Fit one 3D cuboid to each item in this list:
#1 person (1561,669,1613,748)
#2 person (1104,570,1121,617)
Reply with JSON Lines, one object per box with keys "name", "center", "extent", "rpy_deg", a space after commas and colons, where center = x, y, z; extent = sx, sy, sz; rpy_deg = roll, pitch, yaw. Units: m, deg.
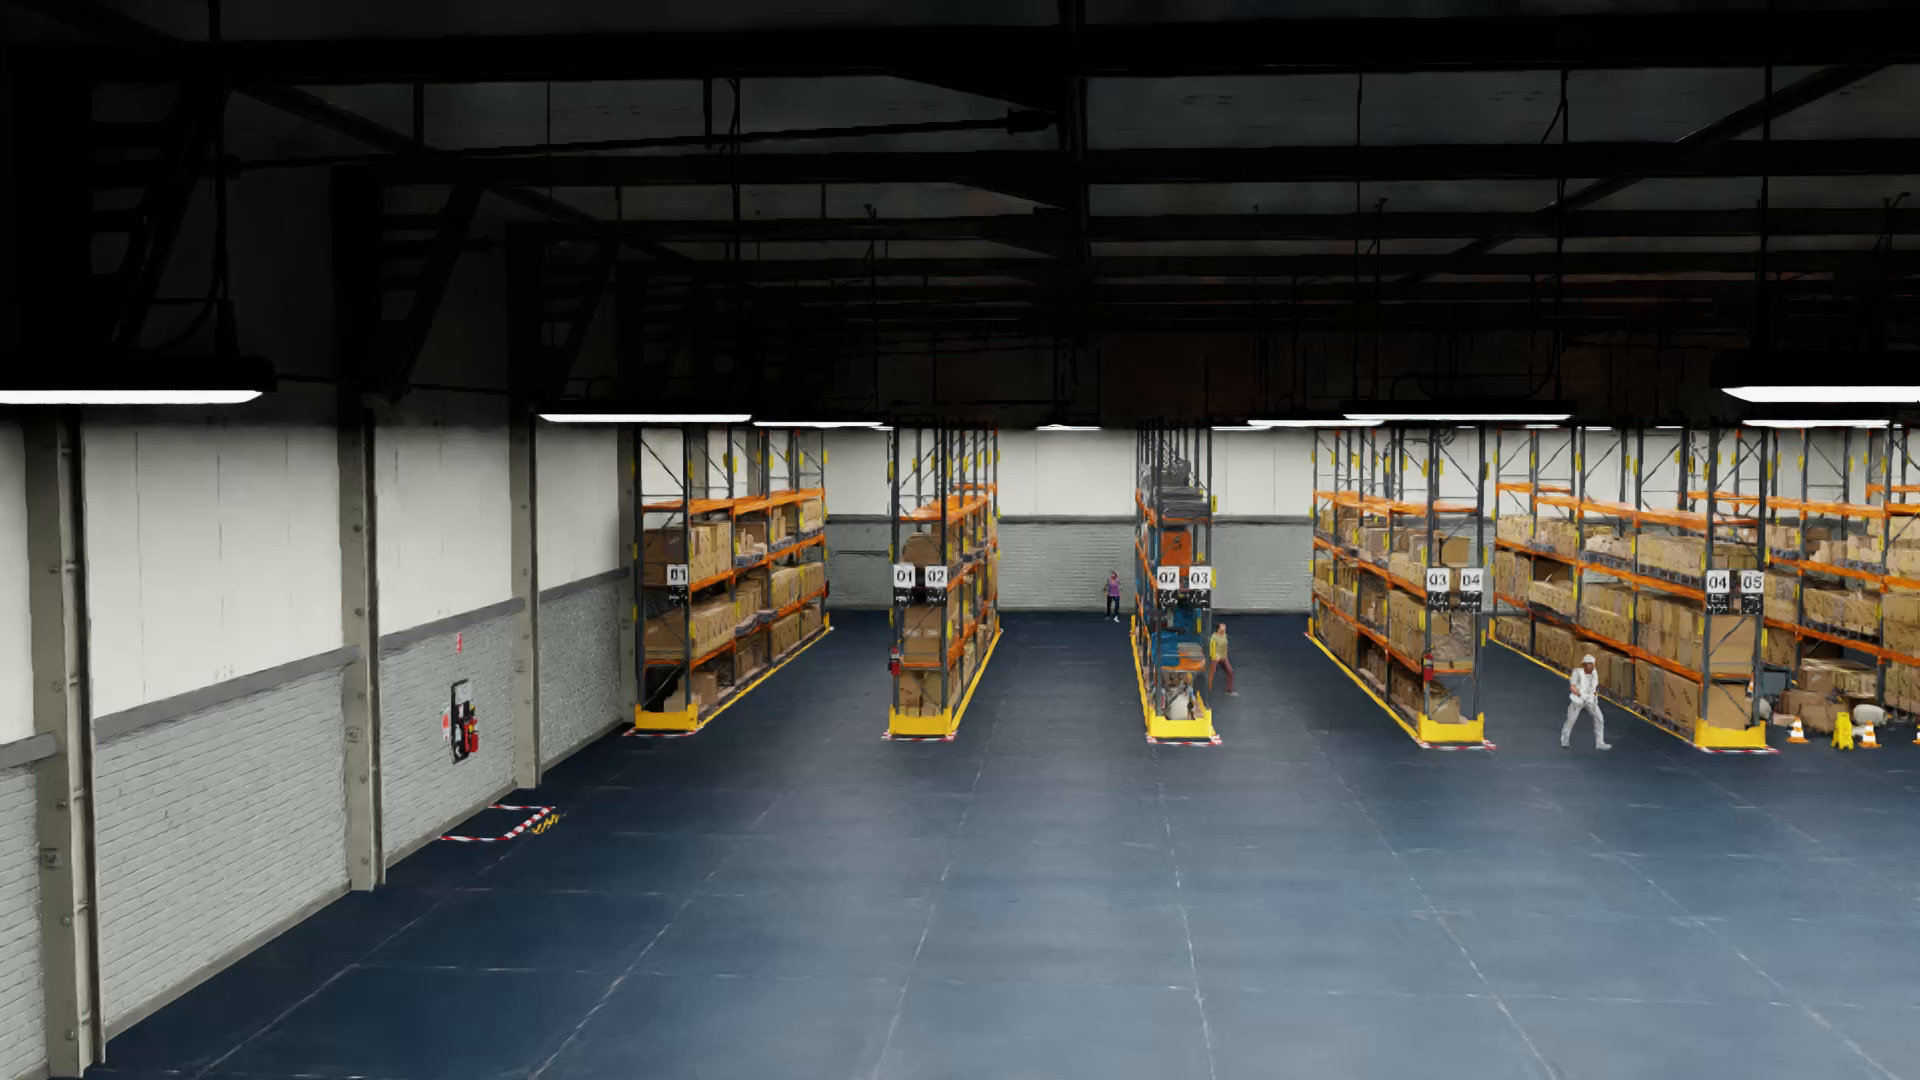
{"name": "person", "center": [11.259, 3.025, 30.004], "extent": [0.691, 1.449, 0.810], "rpy_deg": [-1, 4, -14]}
{"name": "person", "center": [4.628, 1.641, 50.338], "extent": [0.537, 1.472, 0.519], "rpy_deg": [0, 4, 3]}
